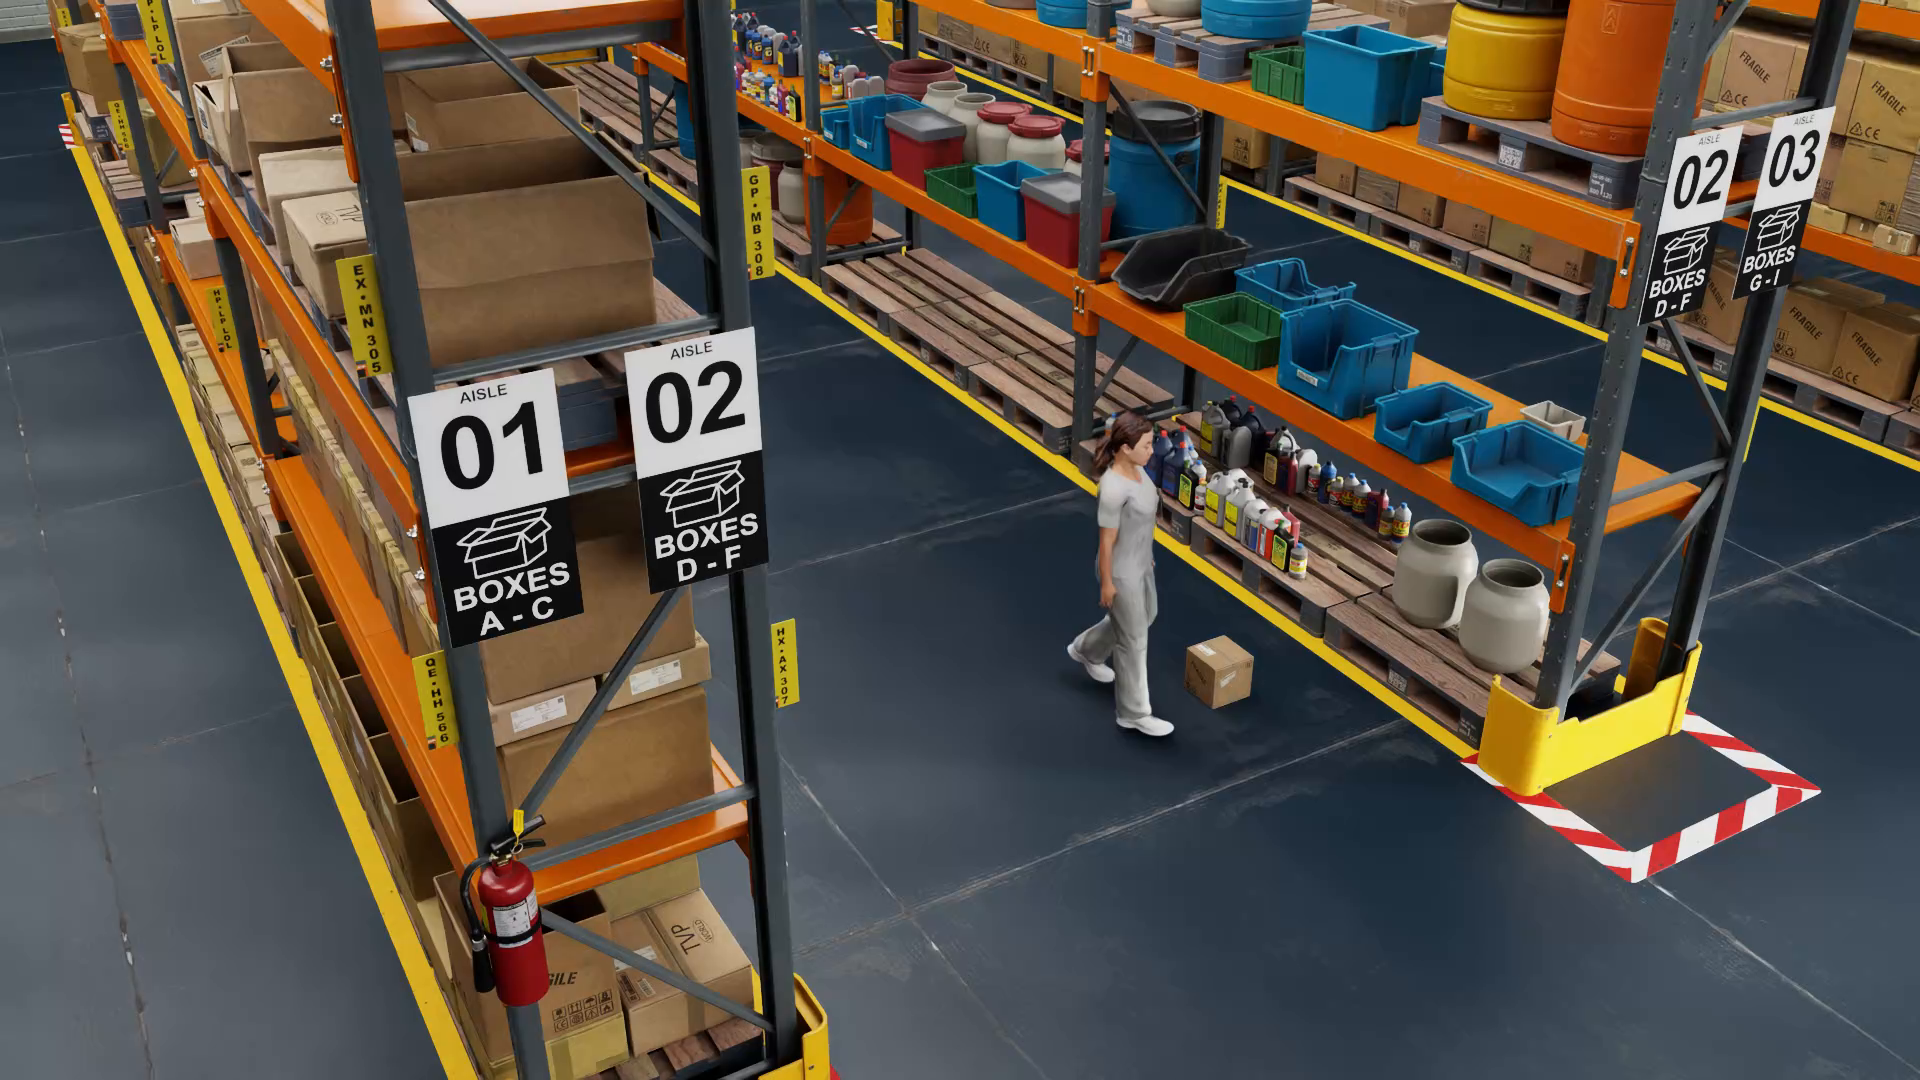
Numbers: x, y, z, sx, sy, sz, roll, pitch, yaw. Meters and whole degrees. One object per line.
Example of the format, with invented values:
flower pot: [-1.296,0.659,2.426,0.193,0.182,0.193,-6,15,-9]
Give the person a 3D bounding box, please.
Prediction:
person: [0.831,0.133,8.311,0.668,1.663,0.481,10,31,17]
